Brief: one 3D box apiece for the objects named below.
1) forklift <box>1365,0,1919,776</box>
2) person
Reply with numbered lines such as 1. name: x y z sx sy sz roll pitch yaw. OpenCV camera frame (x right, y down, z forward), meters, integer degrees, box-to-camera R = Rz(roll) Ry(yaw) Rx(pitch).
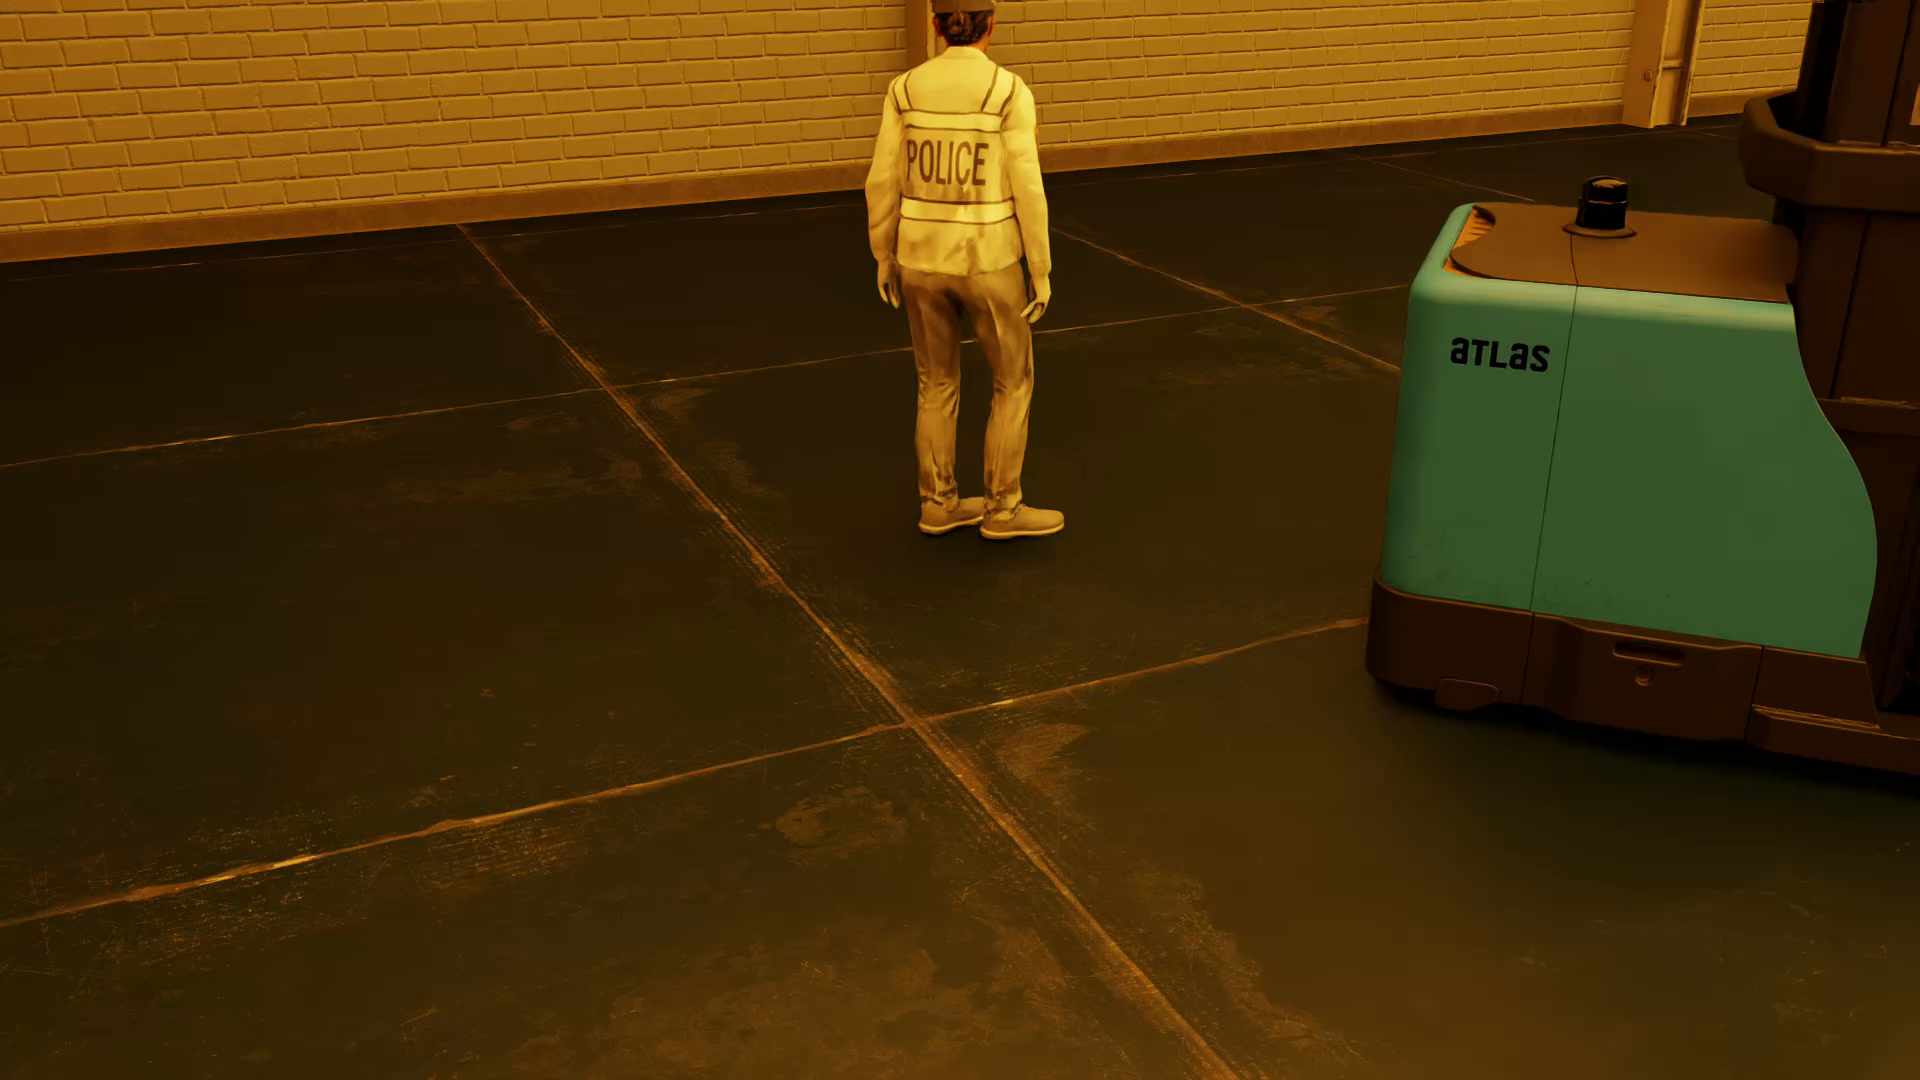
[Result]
1. forklift: 2.585 -0.924 3.510 3.031 2.935 1.130 8 24 19
2. person: 0.009 -0.788 4.850 0.580 1.660 0.380 8 24 18
